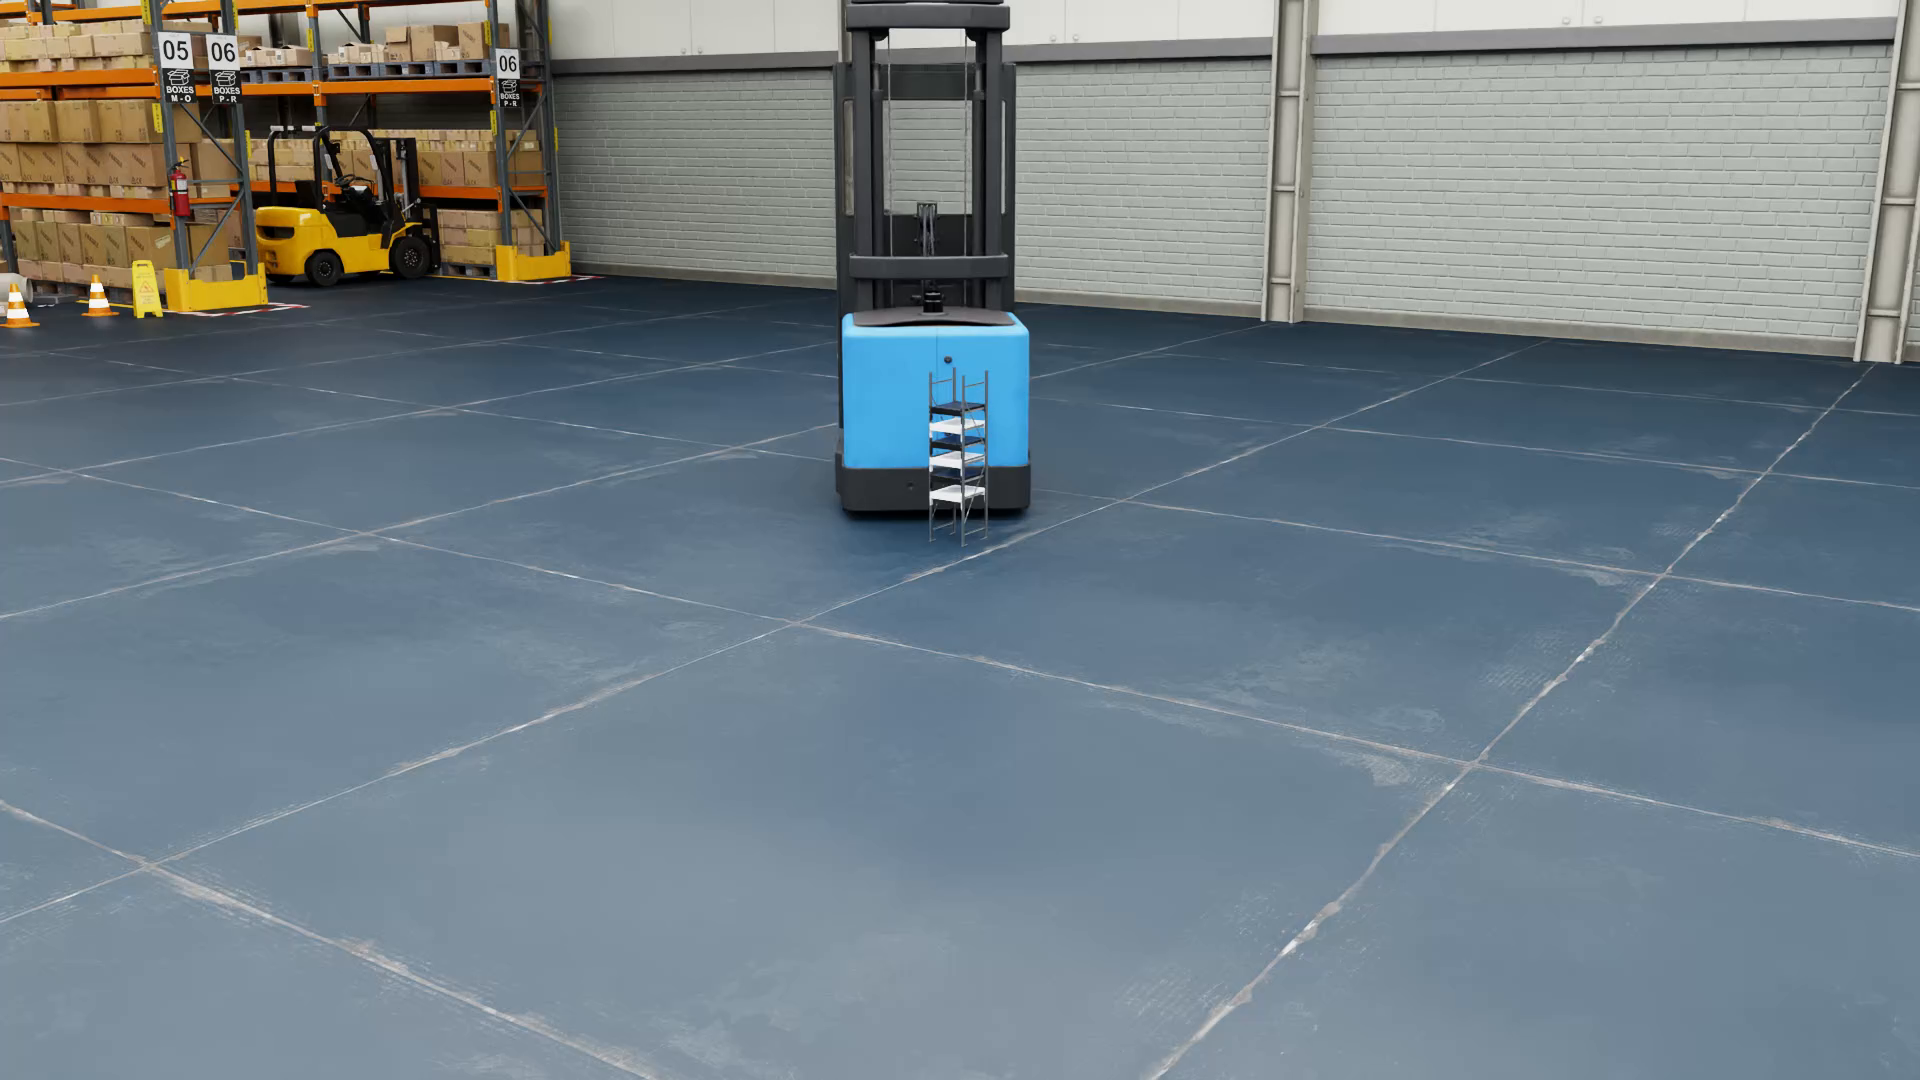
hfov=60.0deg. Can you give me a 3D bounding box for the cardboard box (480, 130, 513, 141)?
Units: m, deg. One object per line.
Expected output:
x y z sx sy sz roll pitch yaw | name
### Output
-6.638 -5.797 23.822 0.250 0.149 0.380 9 17 33 | cardboard box

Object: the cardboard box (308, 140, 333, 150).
-9.950 -6.185 26.007 0.250 0.149 0.380 10 17 35 | cardboard box

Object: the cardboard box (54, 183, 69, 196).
-11.171 -4.428 20.991 0.250 0.149 0.380 9 17 33 | cardboard box

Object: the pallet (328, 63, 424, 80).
-8.821 -7.124 25.299 1.213 0.211 1.003 9 17 33 | pallet

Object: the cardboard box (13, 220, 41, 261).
-11.971 -3.930 21.743 0.500 0.500 0.500 10 17 35 | cardboard box

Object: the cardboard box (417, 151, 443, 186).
-7.629 -5.486 24.532 0.500 0.500 0.500 9 16 32 | cardboard box

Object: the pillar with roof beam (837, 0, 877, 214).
-3.722 -6.805 17.588 0.400 9.000 9.100 9 17 33 | pillar with roof beam

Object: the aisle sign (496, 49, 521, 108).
-6.333 -6.478 23.339 0.004 0.787 0.394 9 17 33 | aisle sign

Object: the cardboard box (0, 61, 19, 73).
-12.003 -6.026 21.205 0.250 0.149 0.380 9 17 33 | cardboard box

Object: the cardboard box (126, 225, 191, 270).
-9.801 -3.582 20.337 0.500 0.500 0.500 9 17 33 | cardboard box

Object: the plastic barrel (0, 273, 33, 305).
-11.550 -3.018 20.132 0.512 0.421 0.421 -4 14 -16 | plastic barrel

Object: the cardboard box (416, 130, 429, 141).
-7.753 -5.948 24.433 0.250 0.149 0.380 10 17 34 | cardboard box

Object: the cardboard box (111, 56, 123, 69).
-9.869 -5.689 19.841 0.250 0.149 0.380 10 17 34 | cardboard box

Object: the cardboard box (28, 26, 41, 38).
-11.347 -6.313 20.705 0.250 0.149 0.380 9 16 31 | cardboard box

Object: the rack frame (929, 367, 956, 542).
-0.091 -0.452 8.775 0.006 0.900 0.240 9 17 33 | rack frame

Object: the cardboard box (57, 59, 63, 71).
-10.907 -5.866 20.556 0.250 0.149 0.380 9 17 33 | cardboard box

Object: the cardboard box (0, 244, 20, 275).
-12.746 -3.828 22.638 0.625 0.372 0.950 9 17 34 | cardboard box

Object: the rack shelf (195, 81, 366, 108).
-11.202 -7.195 26.900 4.000 0.370 1.077 9 17 33 | rack shelf

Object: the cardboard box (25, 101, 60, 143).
-11.253 -5.260 20.921 0.500 0.500 0.700 9 16 32 | cardboard box

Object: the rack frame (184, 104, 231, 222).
-12.862 -6.356 28.257 0.127 3.000 1.000 9 17 33 | rack frame

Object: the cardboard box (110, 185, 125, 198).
-10.124 -4.258 20.303 0.250 0.149 0.380 10 17 34 | cardboard box

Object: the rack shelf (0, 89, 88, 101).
-17.840 -8.268 31.234 4.000 0.370 1.077 9 17 33 | rack shelf

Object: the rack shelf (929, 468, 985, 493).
-0.007 -0.318 8.749 0.200 0.077 0.258 9 17 33 | rack shelf

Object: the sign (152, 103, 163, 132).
-9.317 -4.901 19.310 0.005 0.325 0.100 9 17 33 | sign

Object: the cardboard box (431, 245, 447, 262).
-7.607 -4.290 24.759 0.500 0.250 0.500 9 17 33 | cardboard box

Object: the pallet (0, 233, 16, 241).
-17.767 -5.795 31.793 1.213 0.211 1.003 9 17 33 | pallet

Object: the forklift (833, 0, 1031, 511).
-0.228 -1.882 10.324 1.130 2.935 3.031 -1 14 -4 | forklift

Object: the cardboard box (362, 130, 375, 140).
-8.803 -6.121 25.131 0.250 0.149 0.380 10 17 34 | cardboard box

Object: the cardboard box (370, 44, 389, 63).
-8.481 -7.203 24.635 0.258 0.266 0.396 9 16 31 | cardboard box

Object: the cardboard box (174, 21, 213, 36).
-9.172 -6.103 19.854 0.250 0.149 0.380 9 17 32 | cardboard box

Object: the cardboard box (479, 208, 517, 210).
-6.933 -4.806 24.764 0.500 0.250 0.500 9 17 33 | cardboard box

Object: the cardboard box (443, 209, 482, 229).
-7.207 -4.705 24.353 0.500 0.250 0.500 10 17 34 | cardboard box

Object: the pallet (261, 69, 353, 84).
-10.282 -7.299 26.220 1.217 0.209 0.805 8 16 31 | pallet

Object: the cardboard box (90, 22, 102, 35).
-10.231 -6.152 20.054 0.250 0.149 0.380 9 17 33 | cardboard box

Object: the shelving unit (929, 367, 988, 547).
-0.007 -0.438 8.719 0.210 0.900 0.258 9 17 33 | shelving unit

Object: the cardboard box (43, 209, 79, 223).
-11.473 -4.147 21.272 0.250 0.149 0.380 10 17 35 | cardboard box

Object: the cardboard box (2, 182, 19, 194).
-12.228 -4.601 21.691 0.250 0.149 0.380 9 17 33 | cardboard box

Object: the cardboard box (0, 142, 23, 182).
-12.100 -4.908 21.580 0.500 0.500 0.500 9 17 33 | cardboard box

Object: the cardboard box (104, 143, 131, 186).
-10.008 -4.572 20.223 0.500 0.500 0.500 9 17 33 | cardboard box

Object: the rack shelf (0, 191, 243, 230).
-10.650 -4.212 21.093 4.000 0.370 1.077 9 17 33 | rack shelf

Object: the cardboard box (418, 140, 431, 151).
-7.746 -5.804 24.471 0.250 0.149 0.380 9 17 33 | cardboard box

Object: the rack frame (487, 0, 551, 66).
-6.224 -8.195 23.202 0.127 3.000 1.000 9 17 33 | rack frame

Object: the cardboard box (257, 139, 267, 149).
-11.027 -6.350 26.675 0.250 0.149 0.380 9 17 33 | cardboard box

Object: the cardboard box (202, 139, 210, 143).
-12.312 -6.553 27.495 0.250 0.149 0.380 10 17 34 | cardboard box

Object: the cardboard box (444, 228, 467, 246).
-7.212 -4.467 24.436 0.500 0.250 0.500 9 17 32 | cardboard box

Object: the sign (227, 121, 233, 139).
-12.555 -7.029 28.567 0.005 0.325 0.100 9 17 33 | sign

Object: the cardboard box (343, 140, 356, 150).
-9.209 -6.053 25.477 0.250 0.149 0.380 10 17 34 | cardboard box

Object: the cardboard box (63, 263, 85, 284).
-11.080 -3.426 21.268 0.500 0.250 0.500 9 16 32 | cardboard box

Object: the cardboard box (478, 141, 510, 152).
-6.668 -5.637 23.796 0.250 0.149 0.380 9 17 34 | cardboard box

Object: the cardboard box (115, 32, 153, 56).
-9.566 -5.836 19.605 0.500 0.250 0.500 9 16 32 | cardboard box

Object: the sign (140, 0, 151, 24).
-9.317 -6.071 19.020 0.005 0.325 0.100 9 17 33 | sign

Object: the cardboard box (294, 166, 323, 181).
-10.107 -5.762 26.171 0.500 0.250 0.500 10 17 34 | cardboard box

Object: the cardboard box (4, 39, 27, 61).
-11.664 -6.176 20.981 0.500 0.250 0.500 9 17 32 | cardboard box

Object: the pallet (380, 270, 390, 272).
-8.906 -4.351 25.961 1.213 0.211 1.003 9 17 33 | pallet

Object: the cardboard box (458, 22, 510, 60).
-6.727 -7.051 23.532 0.500 0.500 0.500 10 17 35 | cardboard box

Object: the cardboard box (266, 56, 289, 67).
-10.625 -7.493 26.049 0.250 0.149 0.380 9 17 33 | cardboard box
